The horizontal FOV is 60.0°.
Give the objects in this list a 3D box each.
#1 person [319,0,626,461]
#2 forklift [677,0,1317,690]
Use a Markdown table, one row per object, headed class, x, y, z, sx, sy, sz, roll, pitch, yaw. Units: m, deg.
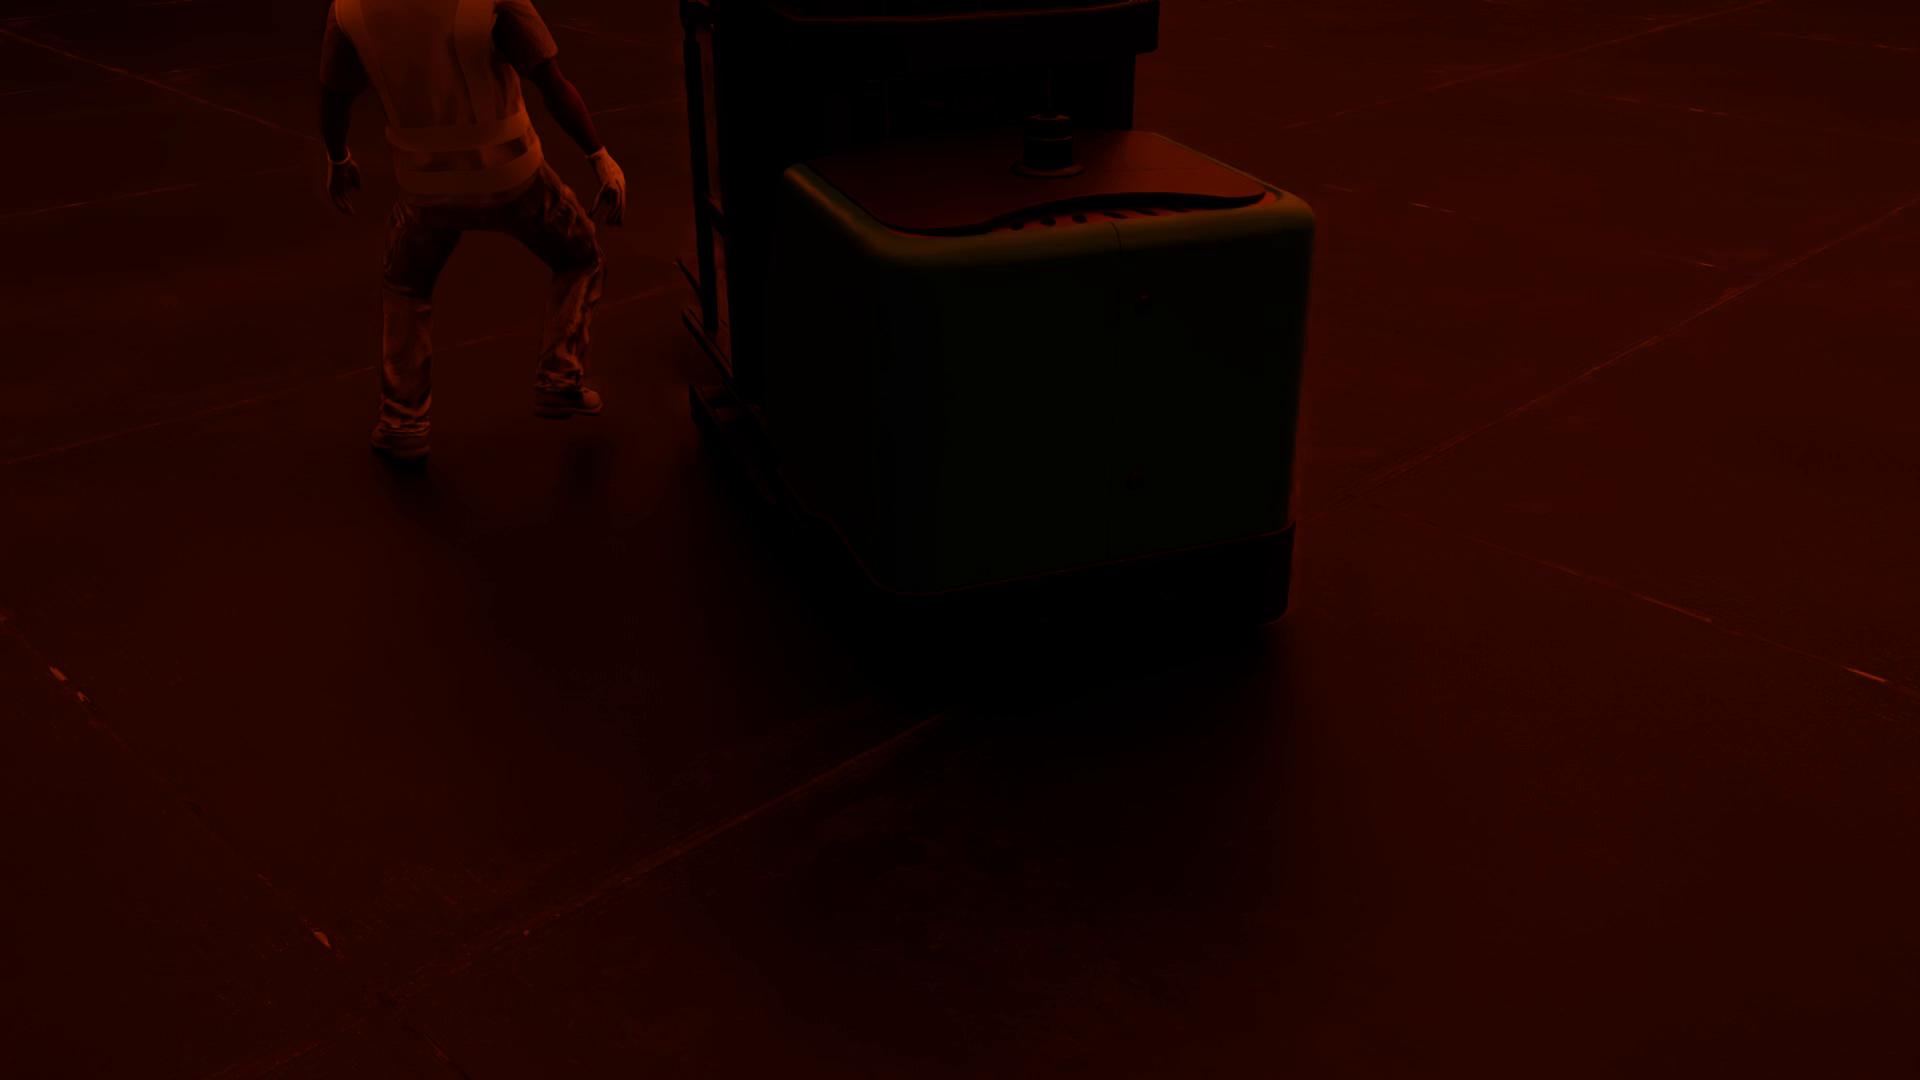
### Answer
| class | x | y | z | sx | sy | sz | roll | pitch | yaw |
| --- | --- | --- | --- | --- | --- | --- | --- | --- | --- |
| person | -1.427 | -1.085 | 4.843 | 0.951 | 1.681 | 0.541 | 3 | 26 | 5 |
| forklift | -0.199 | -1.609 | 4.495 | 1.130 | 2.935 | 3.031 | -9 | 28 | -18 |
